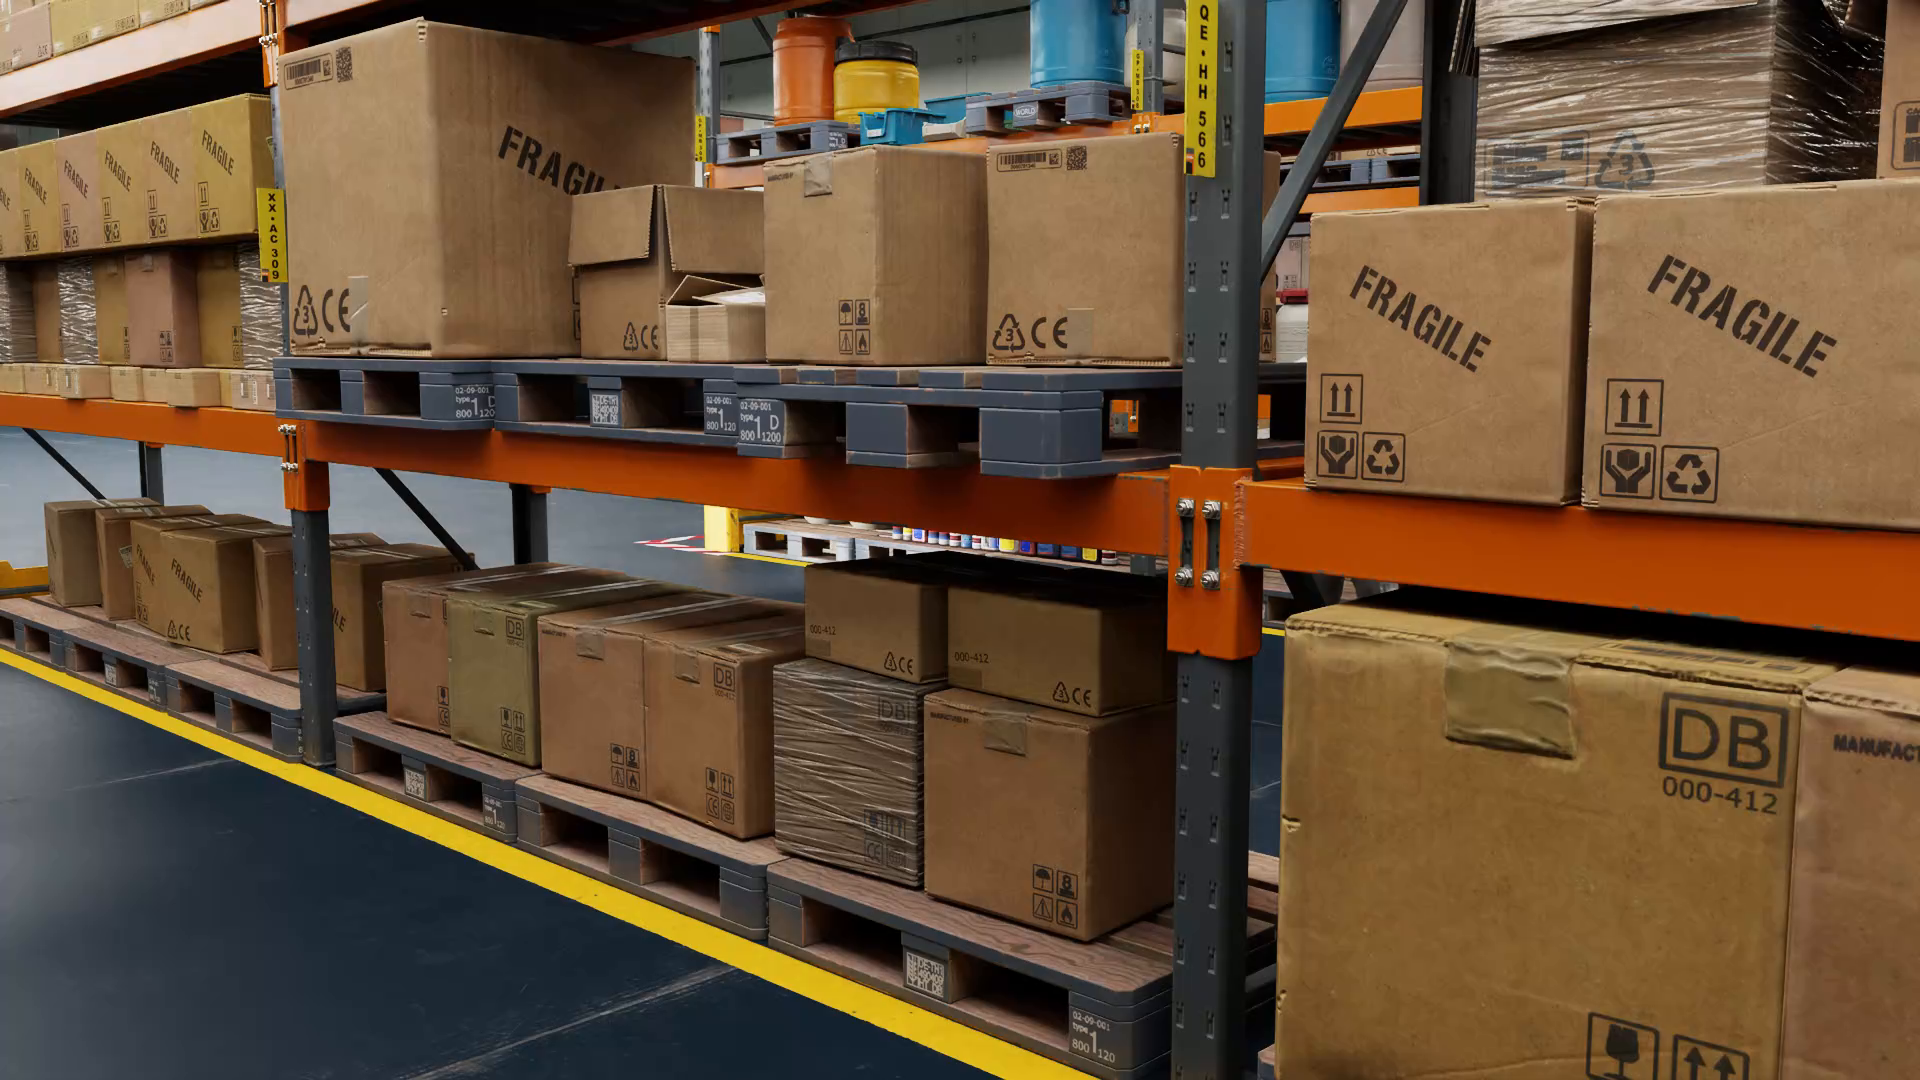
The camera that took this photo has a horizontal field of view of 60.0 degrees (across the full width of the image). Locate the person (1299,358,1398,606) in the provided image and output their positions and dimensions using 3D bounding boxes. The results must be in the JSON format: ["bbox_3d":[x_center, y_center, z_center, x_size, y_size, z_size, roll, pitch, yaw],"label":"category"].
[{"bbox_3d":[1.527,-0.101,6.541,0.616,1.772,0.452,6,9,41],"label":"person"}]
